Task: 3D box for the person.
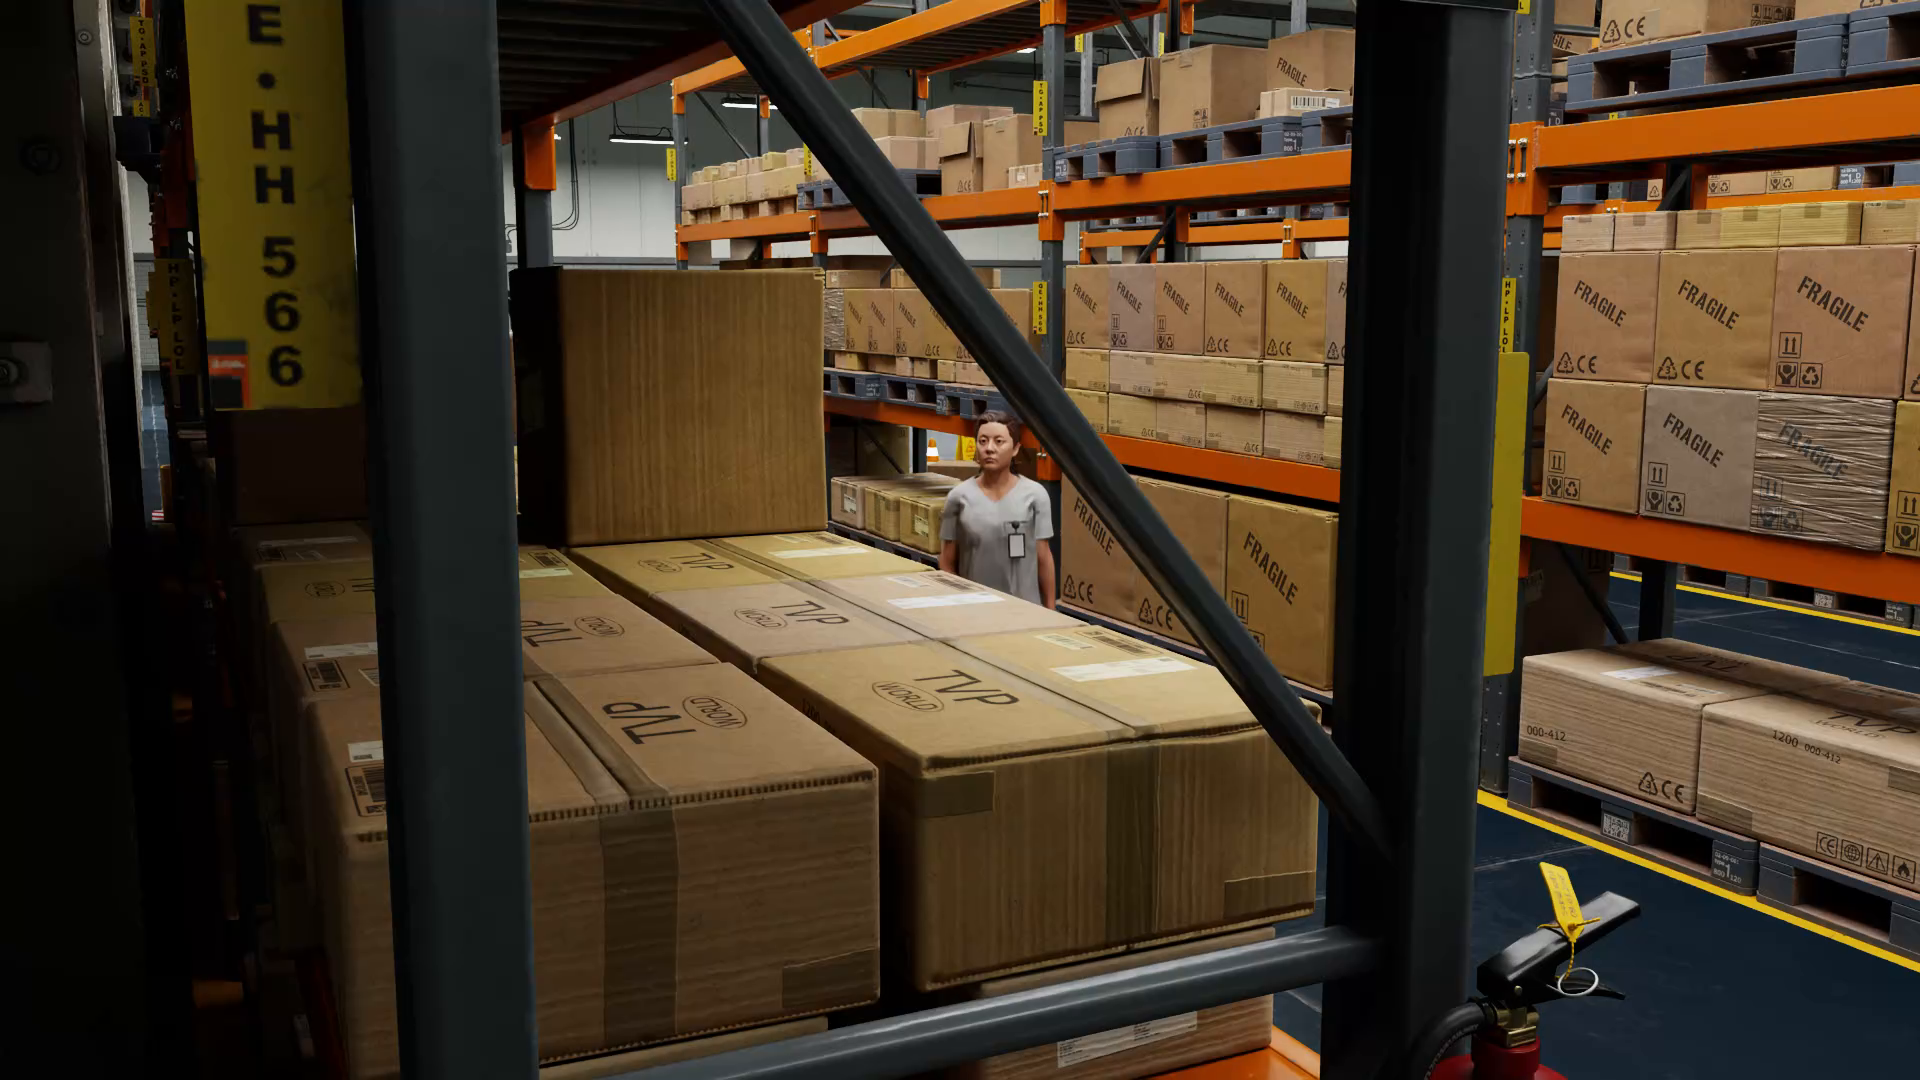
[{"bbox_3d":[0.145,0.327,6.497,0.470,1.666,0.470,1,9,7],"label":"person"}]
